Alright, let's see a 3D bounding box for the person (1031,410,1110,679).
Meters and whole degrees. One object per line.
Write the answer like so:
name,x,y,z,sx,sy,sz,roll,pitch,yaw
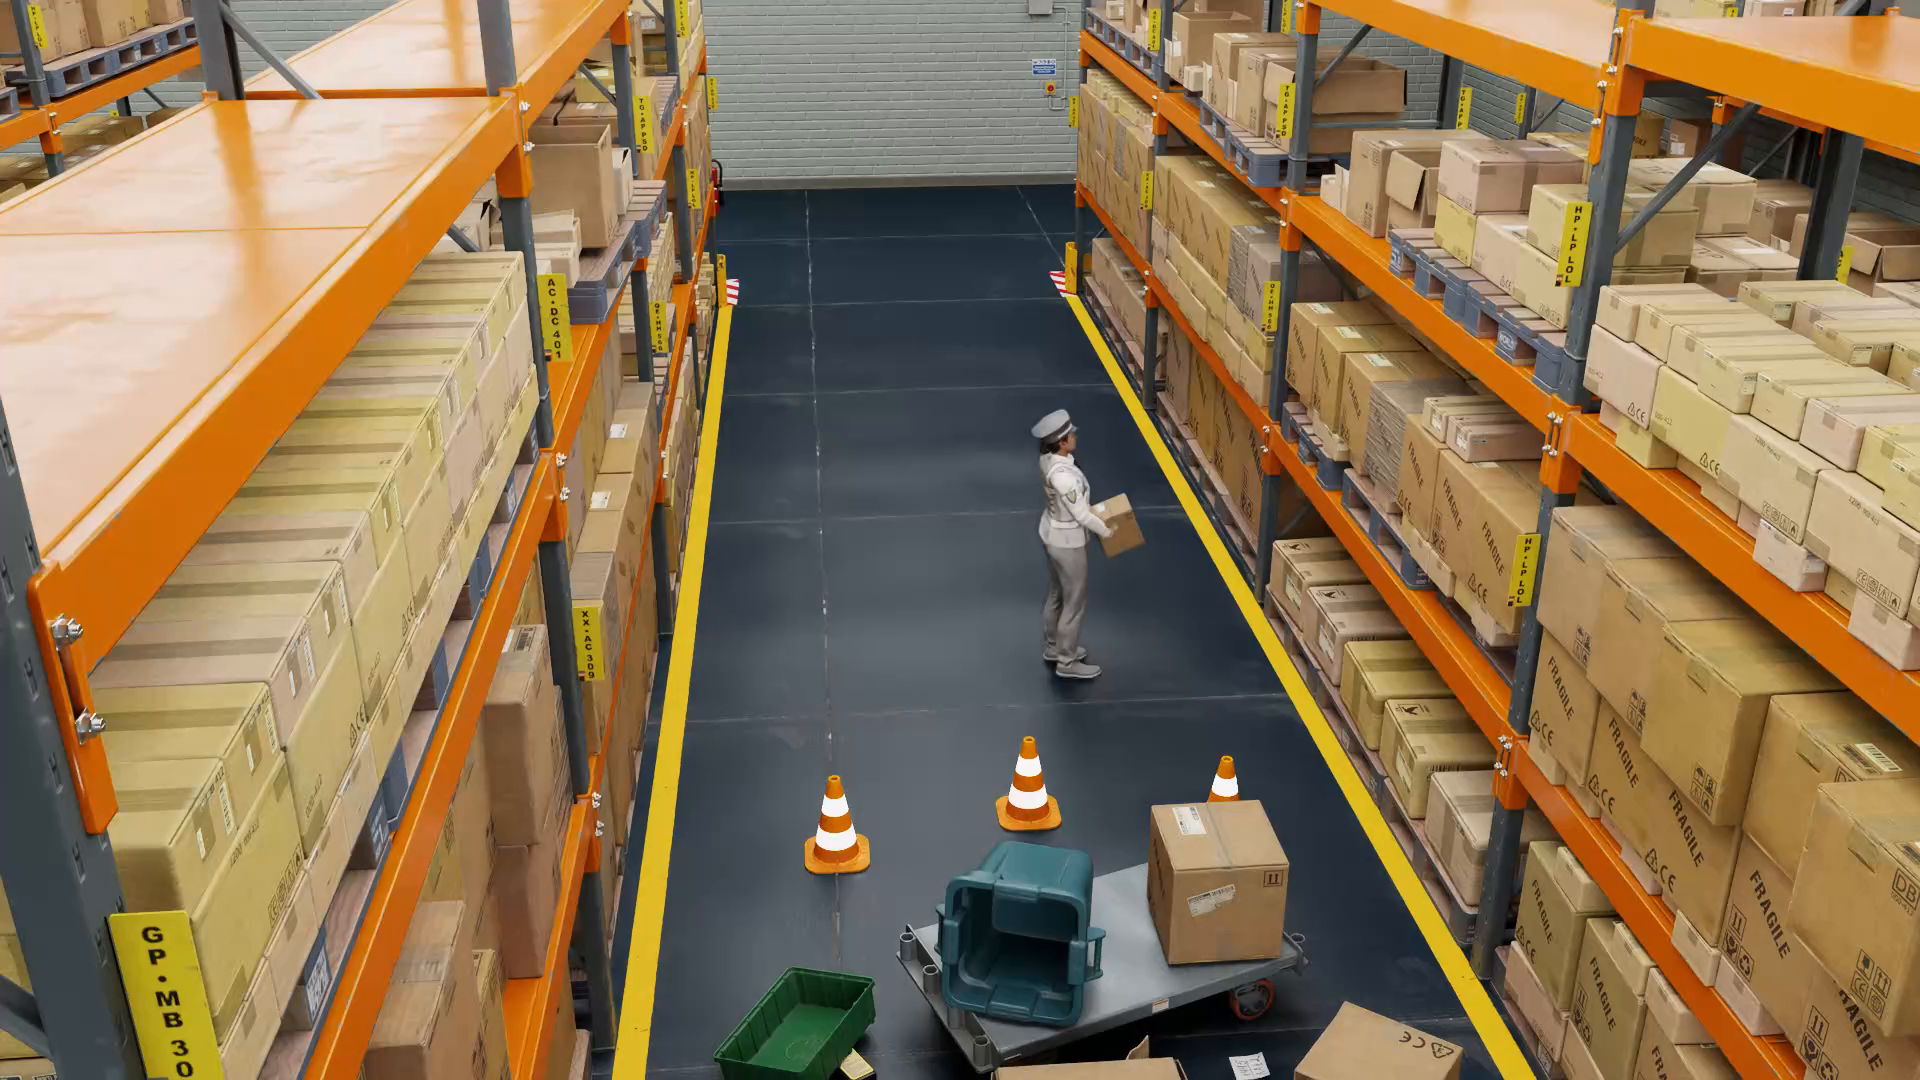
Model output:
person,0.704,0.007,10.244,0.548,1.698,0.480,-5,24,-11
